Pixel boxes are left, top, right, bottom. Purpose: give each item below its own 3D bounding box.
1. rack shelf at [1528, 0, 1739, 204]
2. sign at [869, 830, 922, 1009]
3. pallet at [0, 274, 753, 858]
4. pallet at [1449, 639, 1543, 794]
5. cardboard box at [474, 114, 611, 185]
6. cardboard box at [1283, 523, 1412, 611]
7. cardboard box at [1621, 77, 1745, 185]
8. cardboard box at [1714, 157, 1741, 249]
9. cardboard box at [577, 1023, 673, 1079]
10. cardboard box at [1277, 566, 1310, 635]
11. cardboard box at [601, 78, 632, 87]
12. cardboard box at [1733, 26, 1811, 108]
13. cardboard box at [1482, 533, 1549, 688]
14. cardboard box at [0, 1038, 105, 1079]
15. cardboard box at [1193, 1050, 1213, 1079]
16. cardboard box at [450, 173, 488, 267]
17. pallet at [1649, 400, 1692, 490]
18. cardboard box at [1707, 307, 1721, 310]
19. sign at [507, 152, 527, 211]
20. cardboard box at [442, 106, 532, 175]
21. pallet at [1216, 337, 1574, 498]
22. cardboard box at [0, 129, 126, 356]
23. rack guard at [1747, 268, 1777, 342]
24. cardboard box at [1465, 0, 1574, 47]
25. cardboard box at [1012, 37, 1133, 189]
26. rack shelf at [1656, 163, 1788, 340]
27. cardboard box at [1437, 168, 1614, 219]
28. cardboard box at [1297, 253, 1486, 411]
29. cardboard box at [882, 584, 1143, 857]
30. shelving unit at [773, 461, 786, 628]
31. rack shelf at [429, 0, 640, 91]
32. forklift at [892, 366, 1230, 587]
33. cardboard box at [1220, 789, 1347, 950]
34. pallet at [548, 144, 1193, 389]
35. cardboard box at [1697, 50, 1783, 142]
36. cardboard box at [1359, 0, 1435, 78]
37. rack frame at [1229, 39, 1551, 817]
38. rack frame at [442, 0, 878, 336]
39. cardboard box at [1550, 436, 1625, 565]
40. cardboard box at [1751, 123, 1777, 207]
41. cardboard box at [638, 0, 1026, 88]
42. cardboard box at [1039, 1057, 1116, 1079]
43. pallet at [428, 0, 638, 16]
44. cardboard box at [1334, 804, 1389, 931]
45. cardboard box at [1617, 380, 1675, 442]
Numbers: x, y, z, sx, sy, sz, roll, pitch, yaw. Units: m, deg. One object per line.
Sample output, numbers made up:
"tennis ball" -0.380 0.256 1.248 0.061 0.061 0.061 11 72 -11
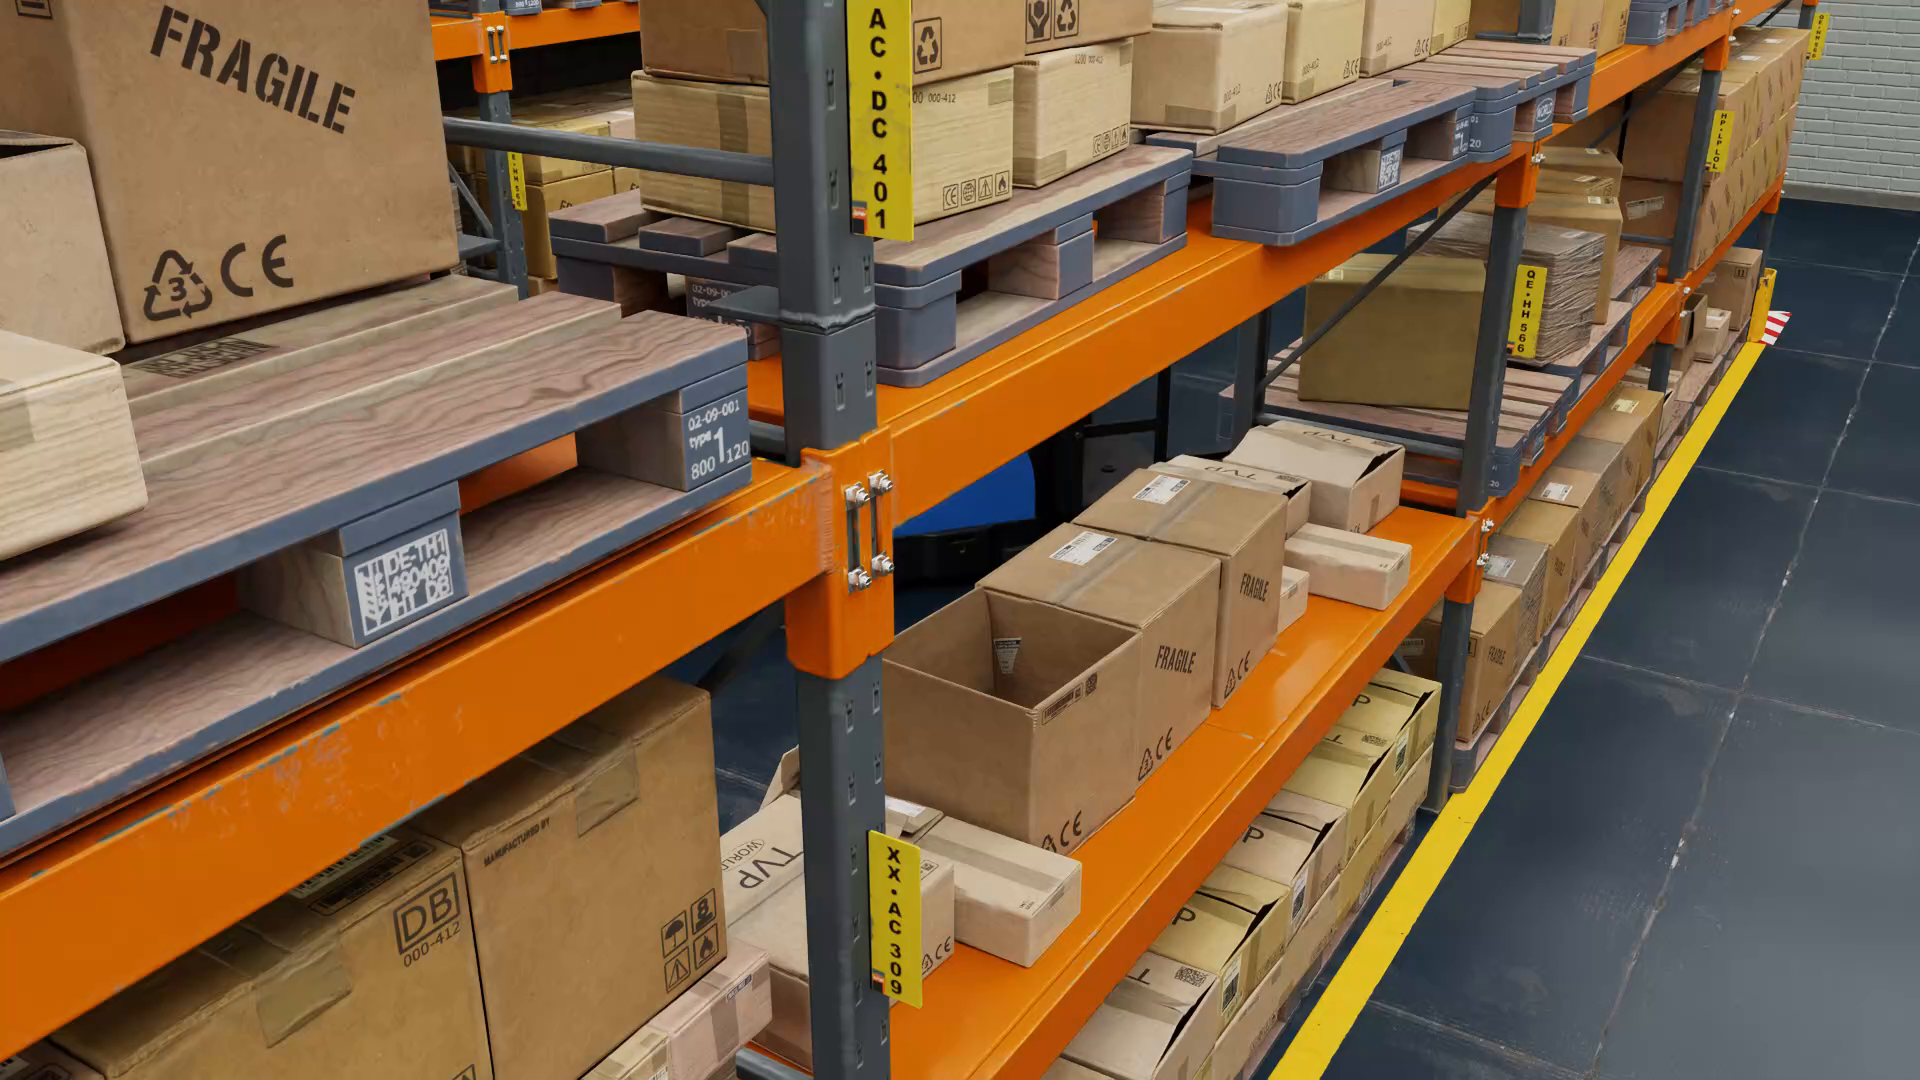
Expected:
"rack shelf" 2.584 -2.112 7.483 1.077 0.370 4.000 14 27 29
"sign" -0.108 0.642 2.803 0.100 0.325 0.005 14 27 29
"pallet" -1.008 -0.083 2.002 1.003 0.211 1.213 14 27 29
"pallet" 1.955 0.645 7.495 1.003 0.211 1.213 14 27 29
"cardboard box" -2.207 -2.072 8.791 0.500 0.250 0.500 15 27 30
"cardboard box" 1.290 0.086 5.592 0.380 0.149 0.250 14 27 29
"cardboard box" 4.127 -2.346 9.508 0.500 0.500 0.500 15 27 30
"cardboard box" 4.407 -2.075 10.142 0.500 0.500 0.500 14 27 30
"cardboard box" -0.674 0.836 2.602 0.380 0.149 0.250 13 27 28
"cardboard box" 0.905 0.167 5.405 0.380 0.149 0.250 16 28 33
"cardboard box" -1.844 -2.689 10.217 0.500 0.250 0.500 13 27 28
"cardboard box" 5.748 -3.388 11.915 0.500 0.500 0.500 14 27 29
"cardboard box" 2.284 0.283 7.413 0.500 0.500 0.500 13 27 27
"cardboard box" -1.339 0.809 1.847 0.700 0.500 0.500 14 27 29
"cardboard box" 0.384 1.597 4.719 0.500 0.250 0.500 13 27 27
"cardboard box" -2.656 -1.834 9.185 0.500 0.500 0.500 14 27 29
"pallet" 4.003 -0.693 10.584 1.003 0.211 1.213 14 27 29
"cardboard box" 5.382 -1.639 12.274 0.380 0.166 0.250 14 27 29
"sign" -2.215 -1.812 8.302 0.100 0.325 0.005 14 27 29
"cardboard box" -2.662 -2.171 9.019 0.500 0.250 0.500 15 27 30
"pallet" 1.827 -0.546 6.977 1.213 0.211 1.003 14 27 29
"cardboard box" -1.355 -0.336 1.883 0.500 0.311 0.500 12 26 26
"rack guard" 5.709 -1.918 13.051 1.175 0.500 0.348 14 27 29
"cardboard box" 1.731 -1.967 6.117 0.910 0.500 0.500 14 27 29
"cardboard box" 0.040 -0.933 3.514 0.500 0.250 0.500 11 26 24
"rack shelf" 4.694 -2.086 11.197 1.077 0.370 4.000 14 27 29
"cardboard box" 2.891 -1.621 8.564 0.700 0.500 0.500 19 30 37
"cardboard box" 1.766 -0.865 6.819 0.700 0.500 0.500 5 24 11
"cardboard box" 0.116 0.480 4.240 0.500 0.500 0.500 16 28 33
"shelving unit" -0.951 -0.634 8.071 0.431 2.100 0.503 5 24 11
"rack shelf" -1.626 -3.149 9.878 1.077 0.370 4.000 14 27 29
"forklift" 0.655 -1.426 8.854 3.031 2.935 1.130 -8 25 -18
"cardboard box" 0.925 0.996 5.400 0.500 0.311 0.500 14 27 29
"pallet" -0.126 -0.630 3.394 0.805 0.209 1.217 13 26 27
"cardboard box" 4.942 -2.868 10.714 0.500 0.500 0.500 15 27 31
"cardboard box" 1.077 -1.545 4.929 0.500 0.250 0.500 15 27 30
"rack frame" 1.529 -0.391 6.377 1.000 3.000 0.127 14 27 29
"rack frame" -0.580 -1.794 2.066 1.000 3.000 0.127 14 27 29
"cardboard box" 3.090 -0.235 8.609 0.500 0.500 0.500 14 27 30
"cardboard box" 5.206 -2.585 11.321 0.500 0.500 0.500 14 27 29
"cardboard box" -0.222 -1.085 2.921 0.500 0.500 0.500 14 27 30
"cardboard box" 0.118 1.516 4.199 0.500 0.311 0.500 14 27 28
"pallet" -2.386 -2.946 8.741 1.213 0.211 1.003 15 28 31
"cardboard box" 1.190 1.082 5.908 0.500 0.250 0.500 14 27 28
"cardboard box" 4.045 -0.805 10.165 0.500 0.311 0.500 14 27 29
